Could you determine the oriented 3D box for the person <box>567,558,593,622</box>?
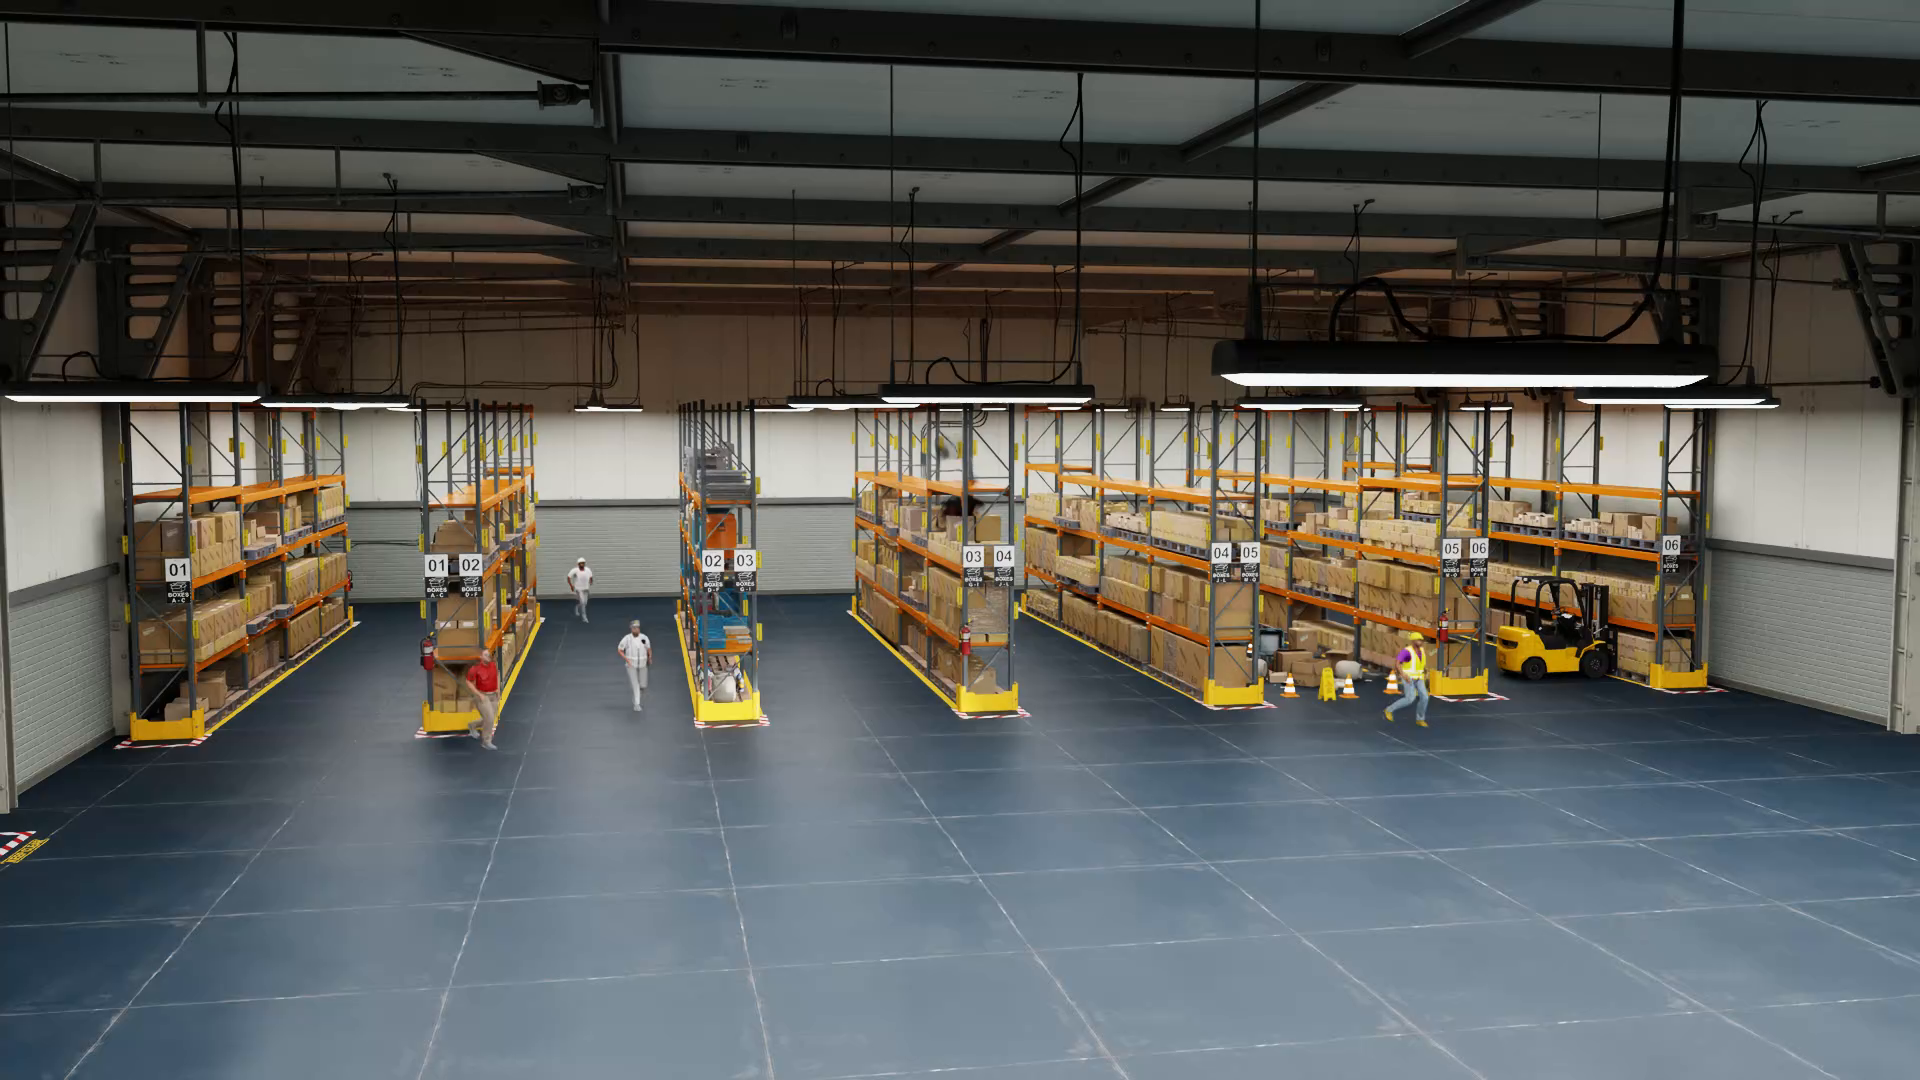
[{"bbox_3d":[-10.518,1.379,46.213,0.731,1.773,0.828,-4,6,-40],"label":"person"}]

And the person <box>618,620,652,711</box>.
[{"bbox_3d":[-6.324,2.422,32.388,0.664,1.749,0.632,-2,5,-25],"label":"person"}]

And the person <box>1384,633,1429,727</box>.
[{"bbox_3d":[8.309,2.575,30.641,0.887,1.760,0.663,-4,6,-39],"label":"person"}]

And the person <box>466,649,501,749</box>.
[{"bbox_3d":[-8.238,2.727,28.622,0.723,1.733,0.666,2,5,29],"label":"person"}]
